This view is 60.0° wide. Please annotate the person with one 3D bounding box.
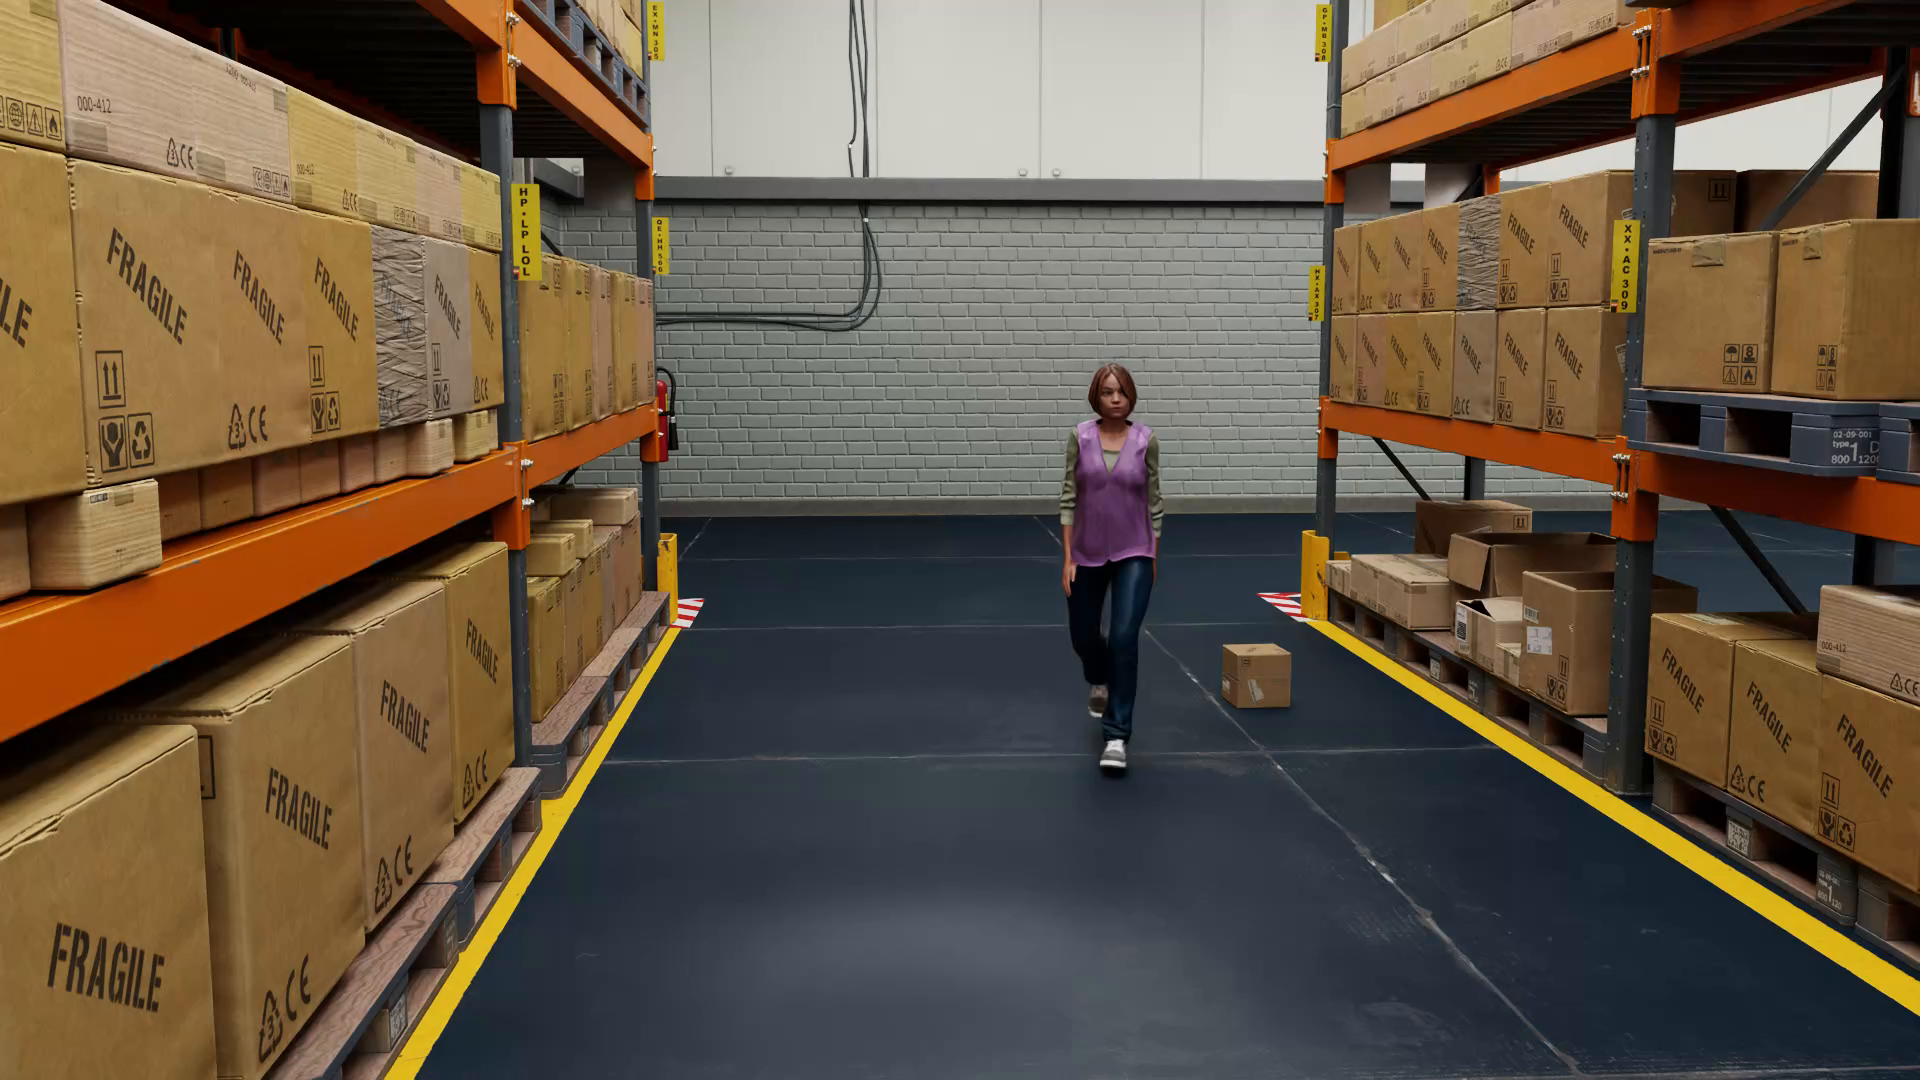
[{"bbox_3d":[0.613,0.069,6.688,0.406,1.558,0.859,1,7,12],"label":"person"}]
